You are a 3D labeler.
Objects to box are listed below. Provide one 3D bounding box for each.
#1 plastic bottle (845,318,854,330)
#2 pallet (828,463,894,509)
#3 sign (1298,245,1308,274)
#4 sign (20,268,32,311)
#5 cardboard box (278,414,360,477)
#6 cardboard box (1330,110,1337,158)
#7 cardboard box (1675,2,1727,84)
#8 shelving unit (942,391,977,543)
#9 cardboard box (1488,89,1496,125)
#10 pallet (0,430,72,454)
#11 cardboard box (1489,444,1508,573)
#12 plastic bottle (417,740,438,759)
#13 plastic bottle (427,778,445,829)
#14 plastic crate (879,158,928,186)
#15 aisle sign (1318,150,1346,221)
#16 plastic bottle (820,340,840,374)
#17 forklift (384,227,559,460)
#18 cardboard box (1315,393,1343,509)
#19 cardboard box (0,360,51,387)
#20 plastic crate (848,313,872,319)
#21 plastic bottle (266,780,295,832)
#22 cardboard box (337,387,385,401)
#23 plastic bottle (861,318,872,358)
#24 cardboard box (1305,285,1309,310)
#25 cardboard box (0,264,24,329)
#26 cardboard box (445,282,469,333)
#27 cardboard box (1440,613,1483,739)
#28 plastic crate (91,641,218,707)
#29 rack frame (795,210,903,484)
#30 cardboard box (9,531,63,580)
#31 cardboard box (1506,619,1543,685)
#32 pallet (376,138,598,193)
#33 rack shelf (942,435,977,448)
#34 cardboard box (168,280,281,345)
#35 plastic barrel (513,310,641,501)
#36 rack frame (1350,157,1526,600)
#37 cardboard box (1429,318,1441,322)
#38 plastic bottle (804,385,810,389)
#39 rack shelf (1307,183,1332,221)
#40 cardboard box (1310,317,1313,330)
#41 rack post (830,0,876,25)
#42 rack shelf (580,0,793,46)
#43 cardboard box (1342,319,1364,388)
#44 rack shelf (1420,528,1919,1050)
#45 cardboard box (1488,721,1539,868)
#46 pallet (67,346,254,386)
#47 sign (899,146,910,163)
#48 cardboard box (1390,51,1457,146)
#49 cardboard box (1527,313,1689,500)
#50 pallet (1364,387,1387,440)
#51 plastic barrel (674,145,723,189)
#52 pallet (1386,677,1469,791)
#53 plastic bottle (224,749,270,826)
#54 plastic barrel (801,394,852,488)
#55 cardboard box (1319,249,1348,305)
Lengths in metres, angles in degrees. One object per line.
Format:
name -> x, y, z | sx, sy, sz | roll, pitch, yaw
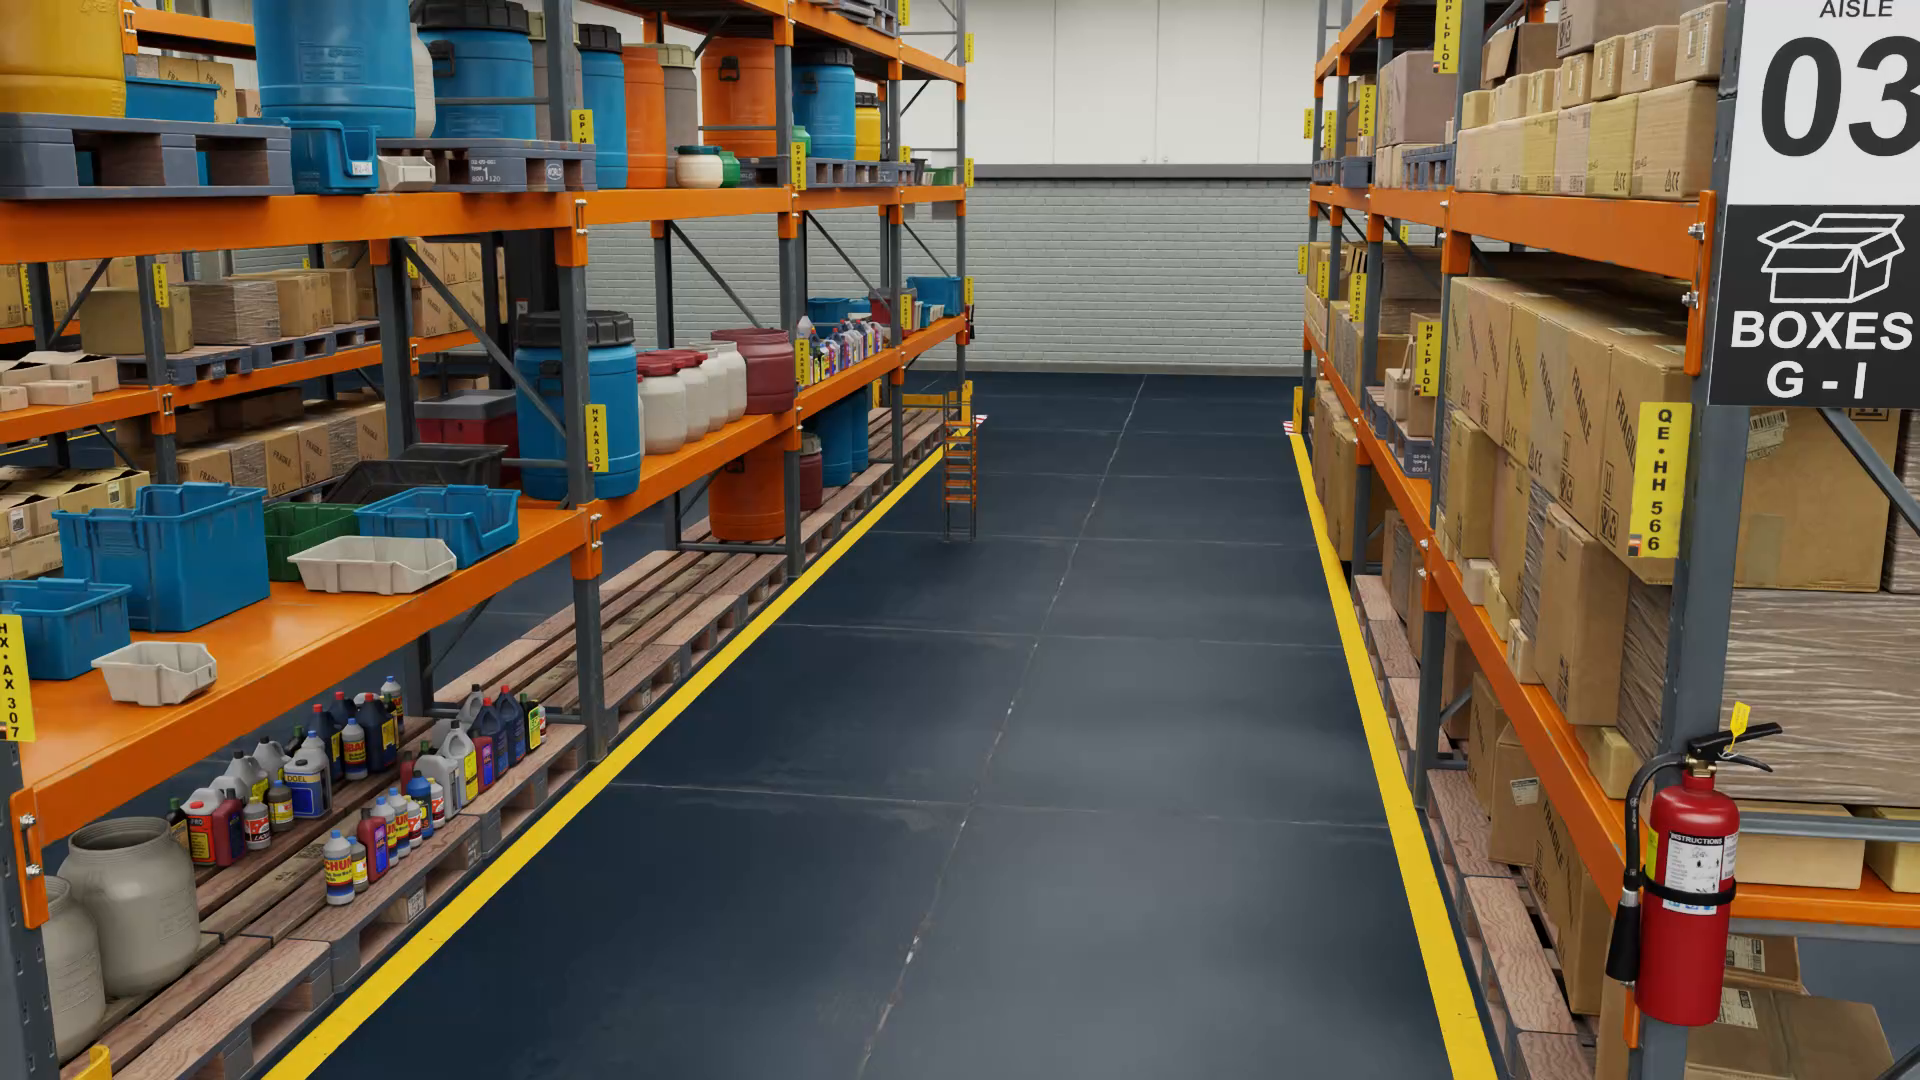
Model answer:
plastic bottle -> -1.015, -1.817, 14.923 | 0.144, 0.351, 0.185 | 2, 12, 9
pallet -> -1.214, -0.516, 15.388 | 1.003, 0.211, 1.213 | 2, 12, 9
sign -> 3.907, -3.192, 18.942 | 0.100, 0.325, 0.005 | 2, 12, 9
sign -> -7.101, -1.910, 12.676 | 0.100, 0.325, 0.005 | 2, 12, 9
cardboard box -> -5.903, -0.874, 15.318 | 0.500, 0.500, 0.500 | 2, 12, 9
cardboard box -> 4.190, -4.148, 17.028 | 0.700, 0.500, 0.500 | 1, 12, 5
cardboard box -> 1.728, -1.036, 3.470 | 0.380, 0.149, 0.250 | 2, 12, 9
shelving unit -> -0.002, -0.584, 13.353 | 0.258, 1.200, 0.189 | 2, 12, 9
cardboard box -> 2.281, -1.685, 6.484 | 0.380, 0.149, 0.250 | 1, 12, 6
pallet -> -10.649, -1.152, 18.339 | 1.003, 0.211, 1.213 | 2, 12, 9
cardboard box -> 2.390, -0.105, 5.918 | 0.875, 0.500, 0.500 | 2, 12, 9
plastic bottle -> -2.284, 0.992, 7.173 | 0.061, 0.283, 0.133 | 2, 12, 9
plastic bottle -> -2.198, 1.089, 6.917 | 0.097, 0.201, 0.097 | 0, 12, 0
plastic crate -> -0.593, -3.691, 16.689 | 0.497, 0.269, 0.590 | 2, 12, 9
aisle sign -> 4.169, -4.006, 18.793 | 0.394, 0.787, 0.004 | 2, 12, 9
plastic bottle -> -1.070, -1.514, 13.691 | 0.152, 0.276, 0.135 | 2, 12, 9
forklift -> -4.234, -1.860, 15.167 | 3.031, 2.935, 1.130 | 3, 12, 13
cardboard box -> 3.624, -0.725, 13.783 | 1.225, 0.875, 0.875 | 1, 12, 7
cardboard box -> -6.892, -1.144, 11.892 | 0.500, 0.311, 0.500 | 2, 12, 8
plastic crate -> -1.084, -2.311, 17.582 | 0.293, 0.136, 0.466 | 2, 12, 9
plastic bottle -> -2.816, 1.095, 6.888 | 0.097, 0.201, 0.097 | 0, 12, 0
cardboard box -> -6.141, -1.321, 17.391 | 0.500, 0.500, 0.500 | 2, 12, 9
plastic bottle -> -0.873, -1.813, 14.901 | 0.144, 0.351, 0.185 | 2, 12, 9
cardboard box -> 4.114, -2.692, 18.513 | 0.500, 0.250, 0.500 | 2, 12, 7
cardboard box -> -10.744, -2.619, 17.812 | 0.980, 0.700, 0.700 | 2, 12, 10
cardboard box -> -5.525, -2.453, 17.517 | 0.500, 0.500, 0.500 | 2, 12, 10
cardboard box -> 2.725, 0.667, 8.168 | 0.700, 0.500, 0.500 | 1, 12, 4
plastic crate -> -2.444, 0.412, 5.086 | 0.298, 0.136, 0.250 | 2, 12, 9
rack frame -> -1.054, -2.039, 15.833 | 1.000, 3.000, 0.127 | 2, 12, 9
cardboard box -> -6.560, 0.101, 11.434 | 0.500, 0.250, 0.500 | 2, 12, 10
cardboard box -> 1.961, 0.361, 5.295 | 0.380, 0.149, 0.250 | 2, 12, 9
pallet -> -2.299, -1.594, 7.098 | 1.213, 0.211, 1.003 | 2, 12, 9
rack shelf -> -0.002, -0.775, 13.312 | 0.258, 0.103, 0.180 | 2, 12, 9
cardboard box -> -6.249, -1.940, 14.143 | 0.700, 0.500, 0.500 | 4, 13, 19
plastic barrel -> -1.926, -0.689, 8.380 | 0.600, 0.901, 0.708 | 2, 12, 9
rack frame -> 3.224, -1.045, 11.225 | 1.000, 3.000, 0.127 | 2, 12, 9
cardboard box -> 3.194, -1.066, 10.088 | 0.700, 0.500, 0.500 | 4, 13, 17
plastic bottle -> -1.188, -1.295, 12.661 | 0.061, 0.283, 0.133 | 2, 12, 9
rack shelf -> 4.147, -3.409, 16.780 | 1.077, 0.370, 4.000 | 2, 12, 9
cardboard box -> 3.879, -2.257, 17.443 | 0.380, 0.149, 0.250 | 2, 12, 8
rack post -> -1.240, -4.301, 13.279 | 0.937, 0.300, 0.954 | 3, 13, 15
rack shelf -> -1.977, -3.175, 9.523 | 1.077, 0.370, 4.000 | 2, 12, 9
cardboard box -> 3.215, -1.417, 12.711 | 0.500, 0.500, 0.500 | 1, 12, 7
rack shelf -> 2.302, 0.555, 5.505 | 1.077, 0.370, 4.000 | 2, 12, 9
cardboard box -> 2.428, 1.005, 6.645 | 0.500, 0.500, 0.500 | 6, 14, 27
pallet -> -6.529, -1.417, 13.403 | 1.213, 0.211, 1.003 | 2, 12, 9
sign -> -0.511, -3.491, 15.431 | 0.100, 0.325, 0.005 | 2, 12, 9
cardboard box -> 2.746, -2.505, 9.454 | 0.500, 0.500, 0.500 | 2, 12, 7
cardboard box -> 1.985, -0.394, 4.885 | 0.500, 0.500, 0.500 | 2, 12, 9
pallet -> 3.220, -0.800, 10.540 | 1.213, 0.211, 1.003 | 2, 12, 9
plastic barrel -> -1.635, -2.332, 10.404 | 0.301, 0.262, 0.301 | 0, 12, 0
pallet -> 2.727, 0.988, 8.407 | 1.003, 0.211, 1.213 | 2, 12, 9
plastic bottle -> -2.942, 1.028, 6.848 | 0.144, 0.351, 0.185 | 2, 12, 11
plastic barrel -> -1.264, -0.958, 14.803 | 0.600, 0.901, 0.708 | 2, 12, 9
cardboard box -> 3.727, -2.525, 15.961 | 0.500, 0.500, 0.500 | 2, 12, 9
